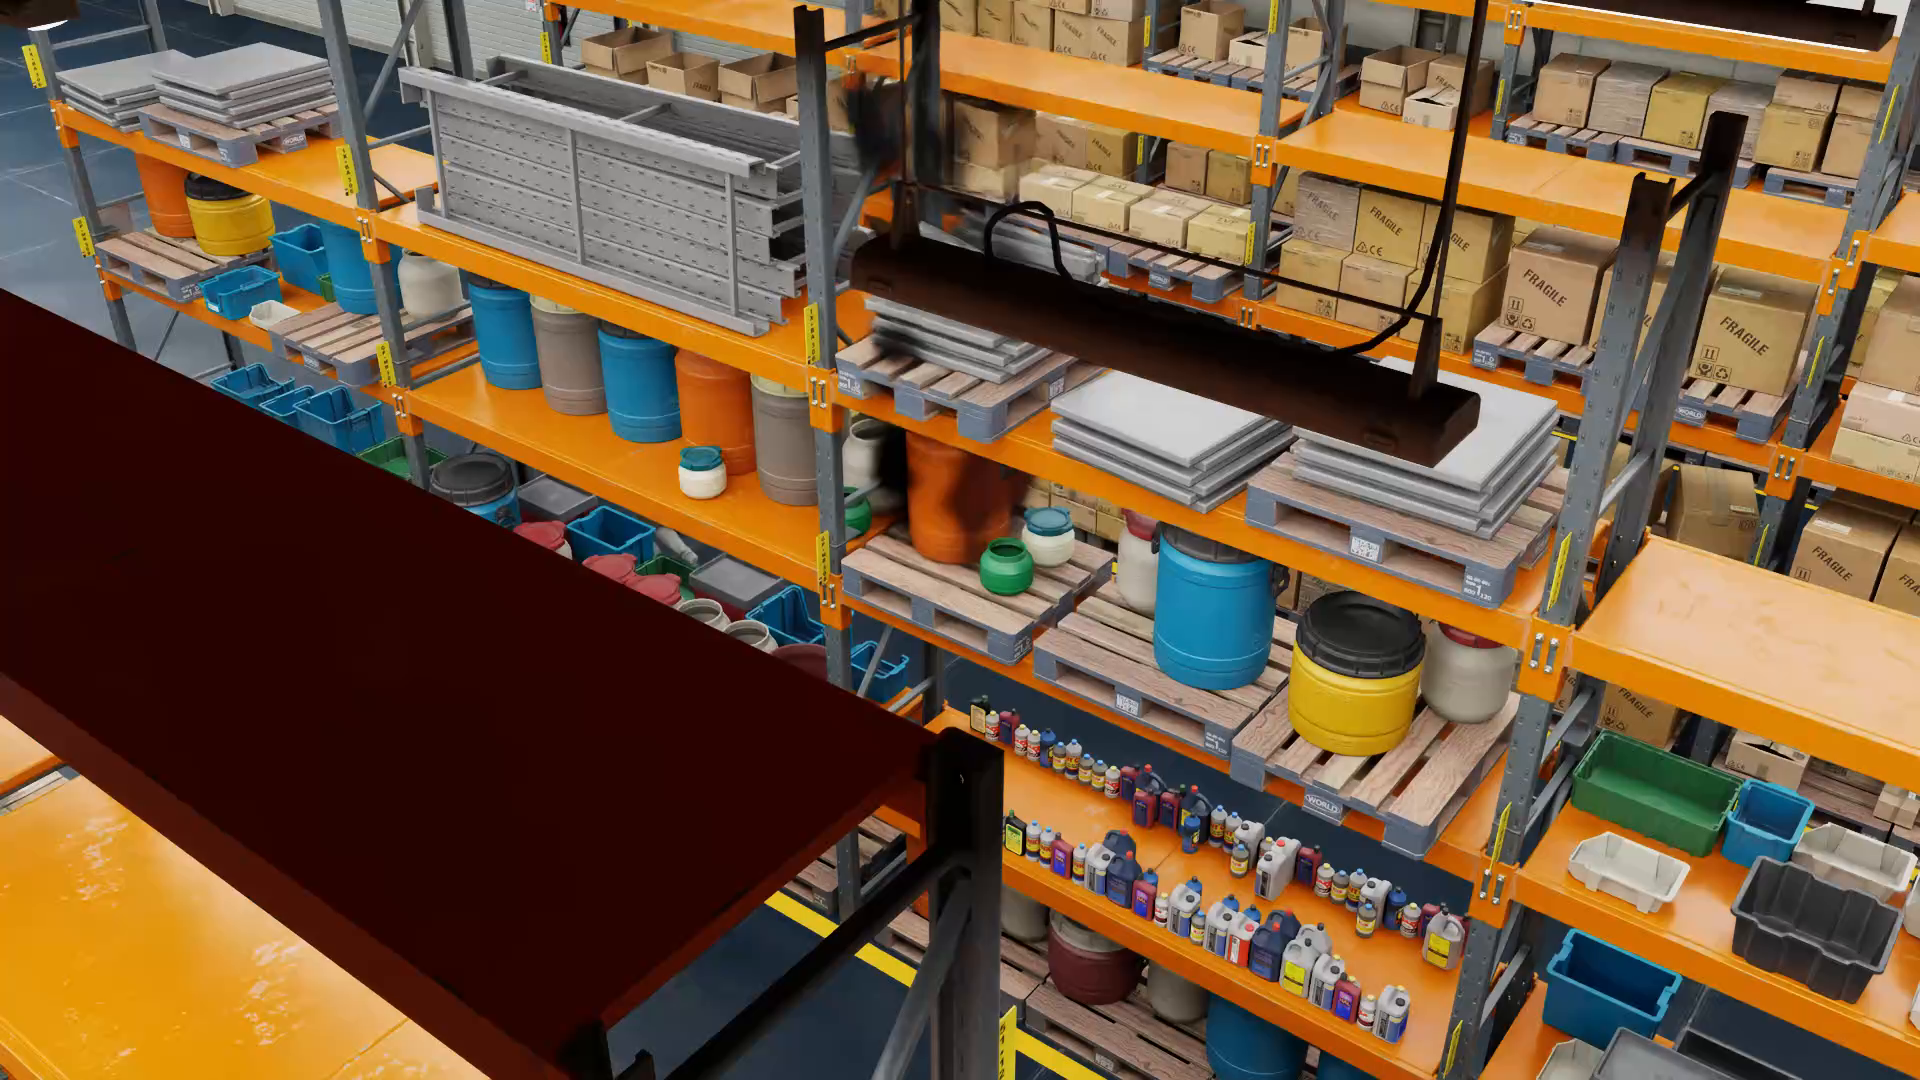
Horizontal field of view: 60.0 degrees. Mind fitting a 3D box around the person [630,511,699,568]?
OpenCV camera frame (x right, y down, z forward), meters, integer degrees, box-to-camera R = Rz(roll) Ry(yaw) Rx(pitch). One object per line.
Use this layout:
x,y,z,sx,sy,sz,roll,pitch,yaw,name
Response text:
-2.573,-0.320,14.164,0.610,1.724,0.703,22,38,32,person
